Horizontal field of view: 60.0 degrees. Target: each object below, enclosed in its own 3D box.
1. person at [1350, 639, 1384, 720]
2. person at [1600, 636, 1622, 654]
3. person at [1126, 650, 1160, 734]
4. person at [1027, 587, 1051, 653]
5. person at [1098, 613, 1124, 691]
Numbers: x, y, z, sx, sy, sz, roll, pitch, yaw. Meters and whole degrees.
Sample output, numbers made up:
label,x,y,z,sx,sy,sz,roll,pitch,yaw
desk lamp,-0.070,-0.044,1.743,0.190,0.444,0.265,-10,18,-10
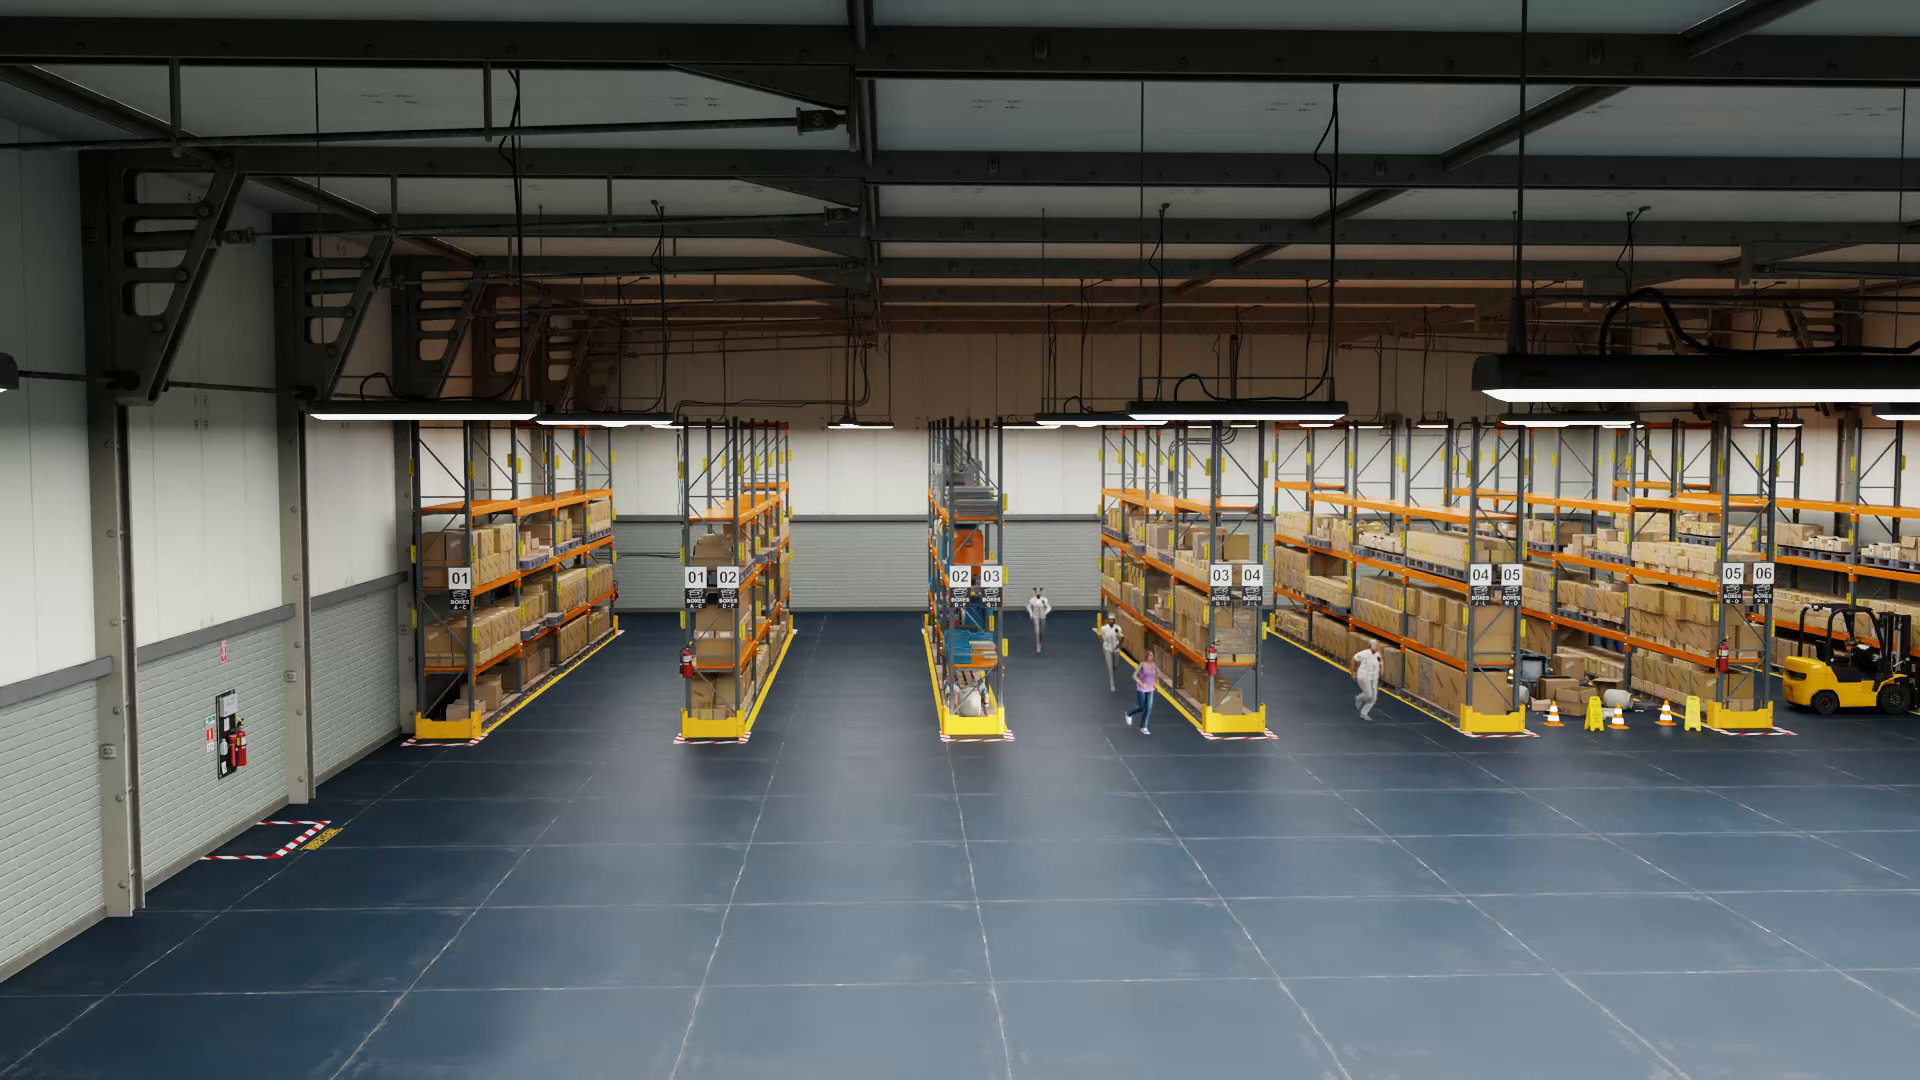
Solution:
label,x,y,z,sx,sy,sz,roll,pitch,yaw
person,8.125,2.782,33.016,0.645,1.609,0.623,-1,4,-21
person,16.405,2.173,41.876,0.595,1.678,0.849,0,4,-6
person,3.543,2.879,31.756,0.584,1.571,0.692,-2,4,-25
person,2.059,2.041,43.105,0.610,1.694,0.840,0,4,-1
person,3.397,2.475,37.199,0.547,1.703,1.072,0,4,-7
